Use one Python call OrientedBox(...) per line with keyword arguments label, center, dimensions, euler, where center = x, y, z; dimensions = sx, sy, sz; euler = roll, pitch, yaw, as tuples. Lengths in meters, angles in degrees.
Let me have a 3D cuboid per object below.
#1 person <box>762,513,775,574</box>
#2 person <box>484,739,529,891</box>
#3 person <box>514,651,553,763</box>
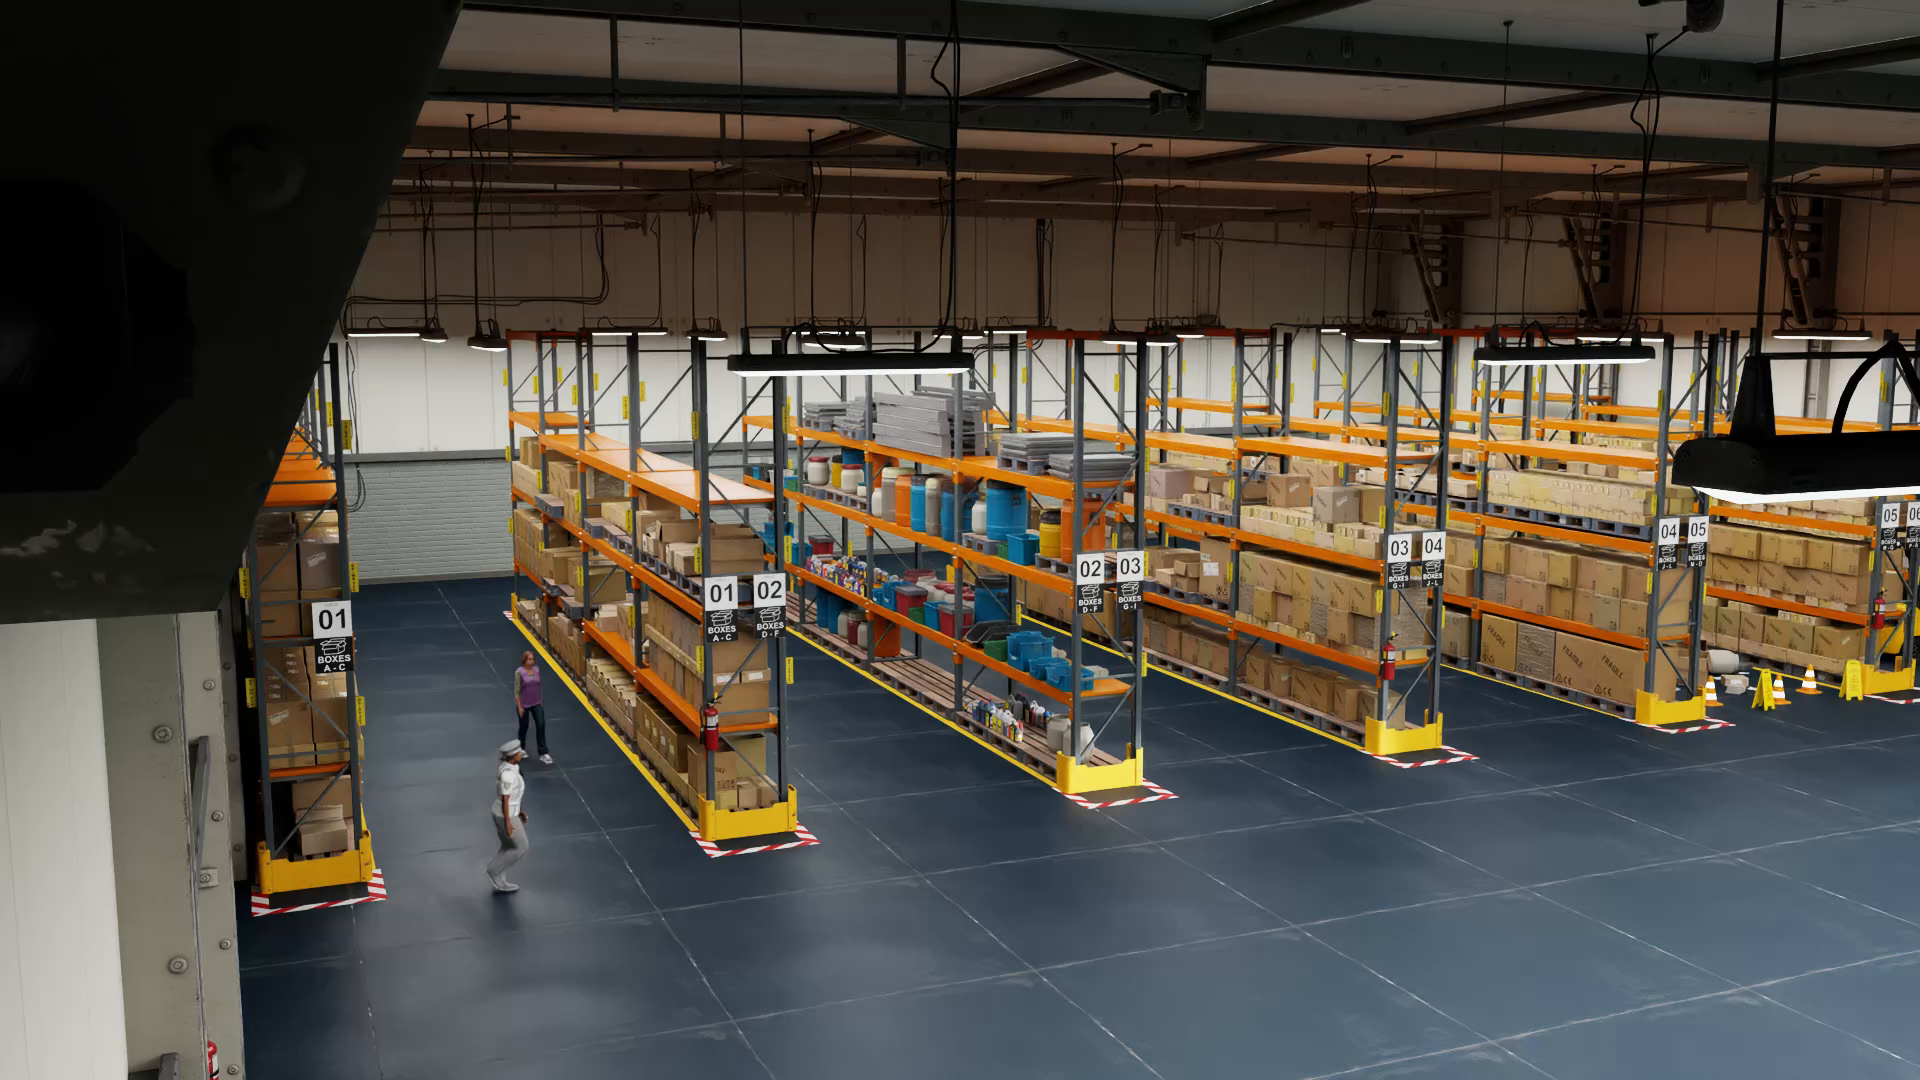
OrientedBox(label="person", center=(-4.264, 0.239, 38.661), dimensions=(0.893, 1.793, 0.580), euler=(-7, 10, -41))
OrientedBox(label="person", center=(-4.984, 3.028, 18.255), dimensions=(0.483, 1.667, 0.526), euler=(-2, 8, -12))
OrientedBox(label="person", center=(-6.065, 2.348, 23.541), dimensions=(0.445, 1.568, 0.811), euler=(-6, 10, -37))
